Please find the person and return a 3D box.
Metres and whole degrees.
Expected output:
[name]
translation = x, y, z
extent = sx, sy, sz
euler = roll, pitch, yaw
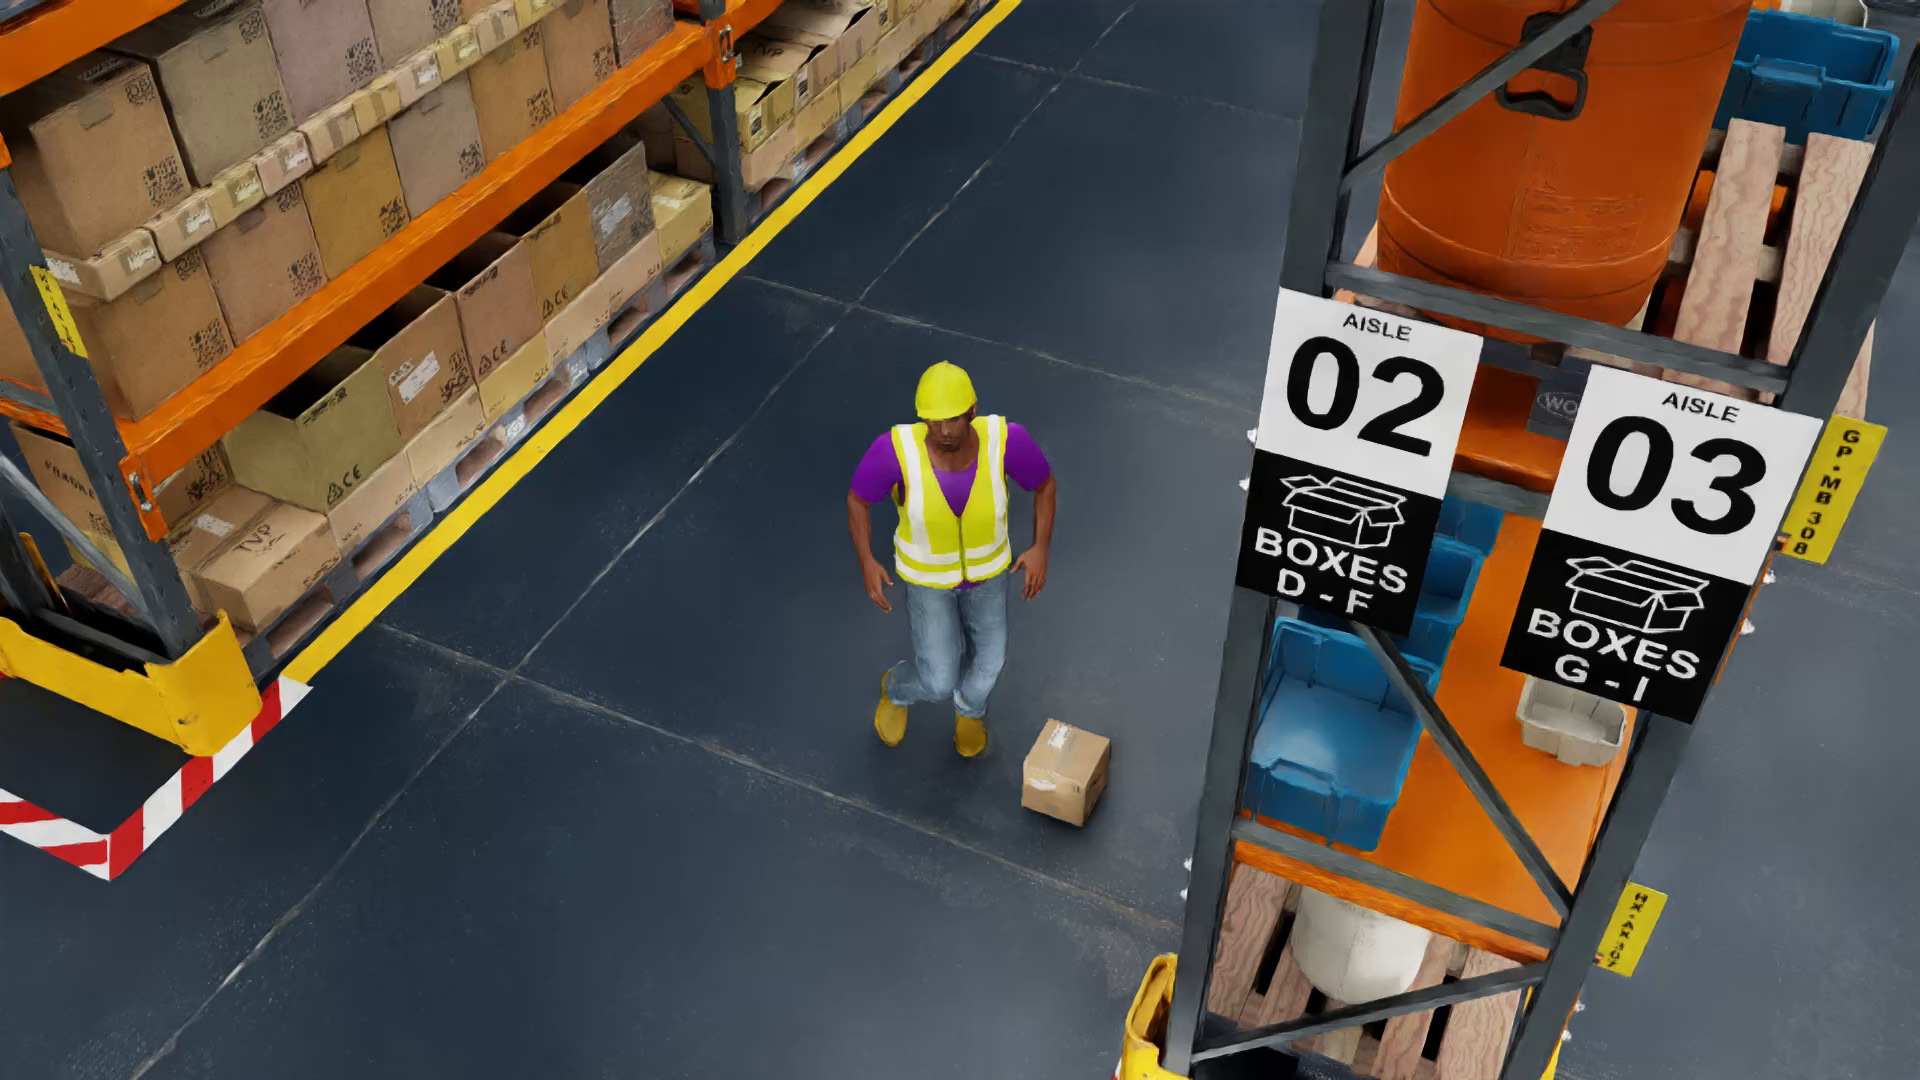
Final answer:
[person]
translation = 0.007, 0.113, 6.045
extent = 0.750, 1.736, 0.523
euler = -13, 43, -14
